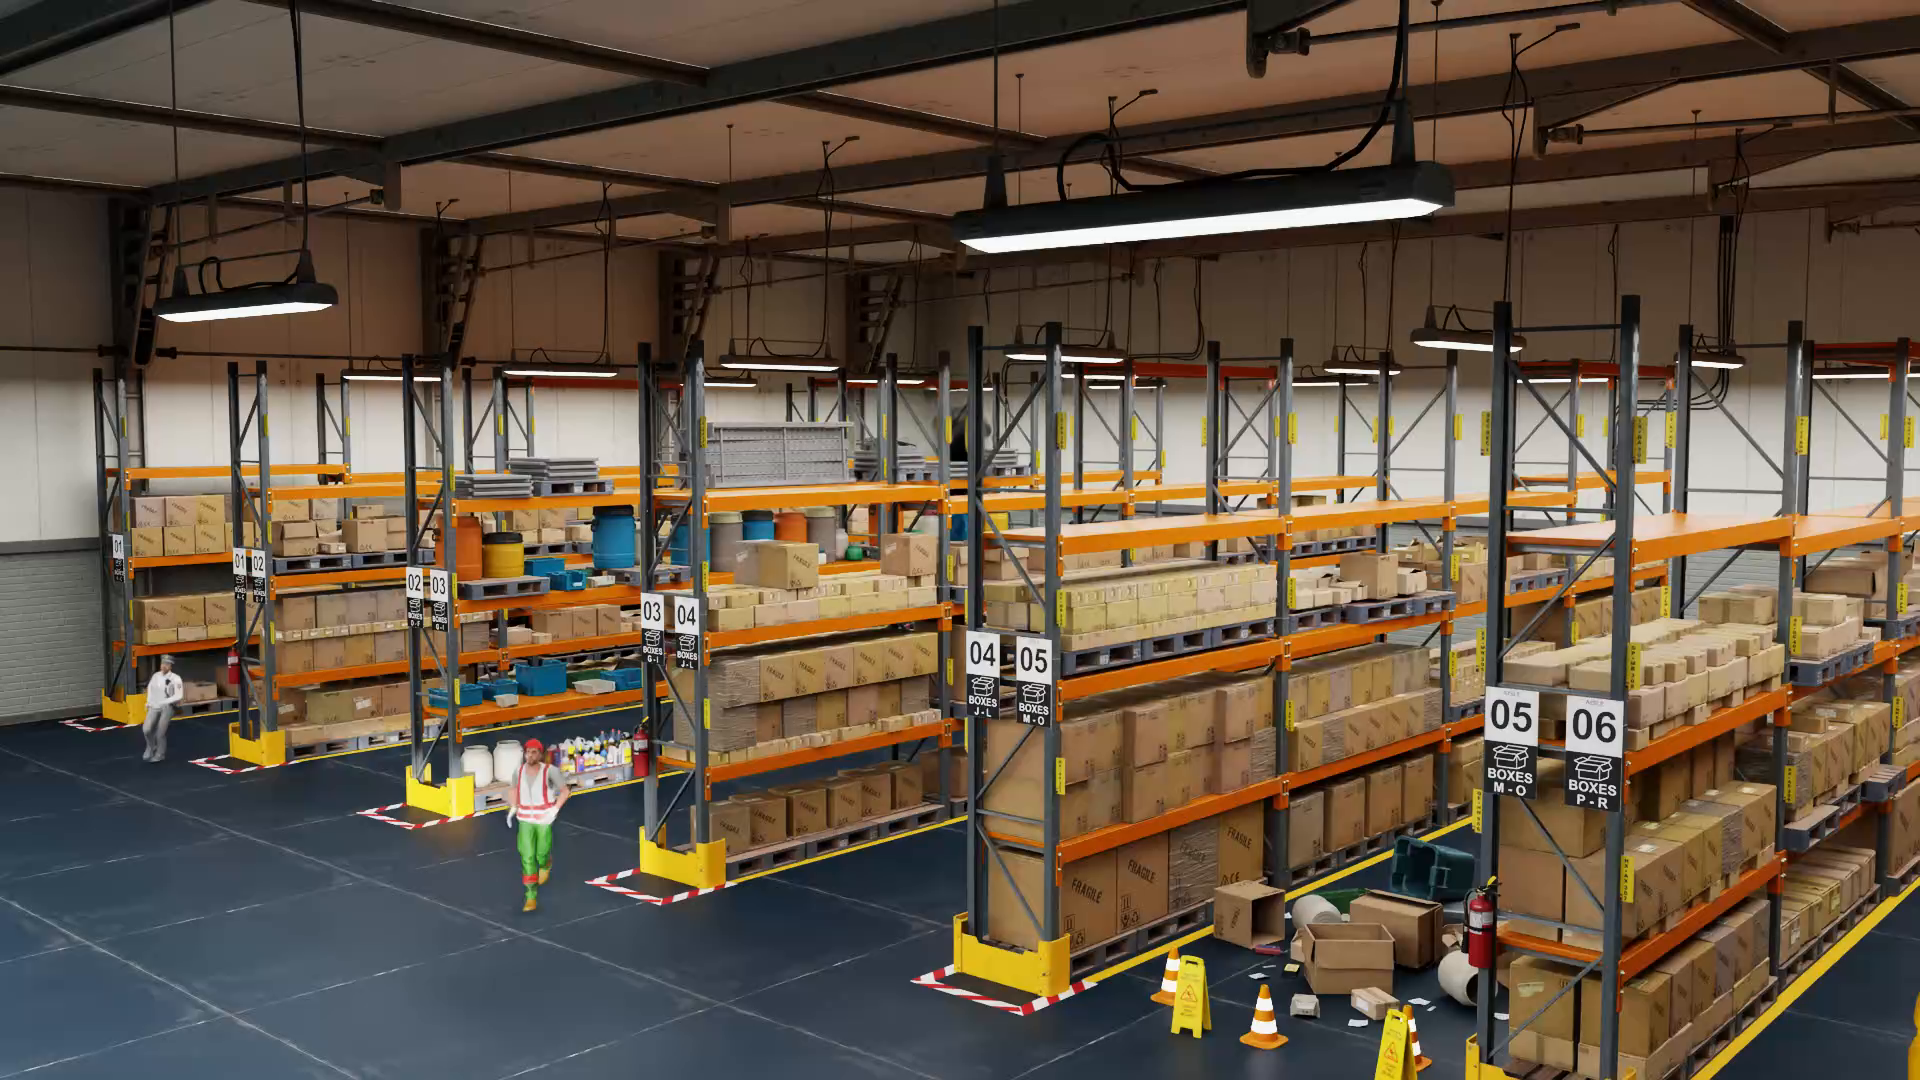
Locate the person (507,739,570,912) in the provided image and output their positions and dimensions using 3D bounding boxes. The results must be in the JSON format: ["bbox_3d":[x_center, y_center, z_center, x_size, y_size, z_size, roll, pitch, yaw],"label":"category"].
[{"bbox_3d":[-4.473,2.977,17.627,0.660,1.773,0.818,0,4,1],"label":"person"}]

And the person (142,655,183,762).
[{"bbox_3d":[-11.902,2.519,24.790,0.613,1.630,0.569,0,4,0],"label":"person"}]
